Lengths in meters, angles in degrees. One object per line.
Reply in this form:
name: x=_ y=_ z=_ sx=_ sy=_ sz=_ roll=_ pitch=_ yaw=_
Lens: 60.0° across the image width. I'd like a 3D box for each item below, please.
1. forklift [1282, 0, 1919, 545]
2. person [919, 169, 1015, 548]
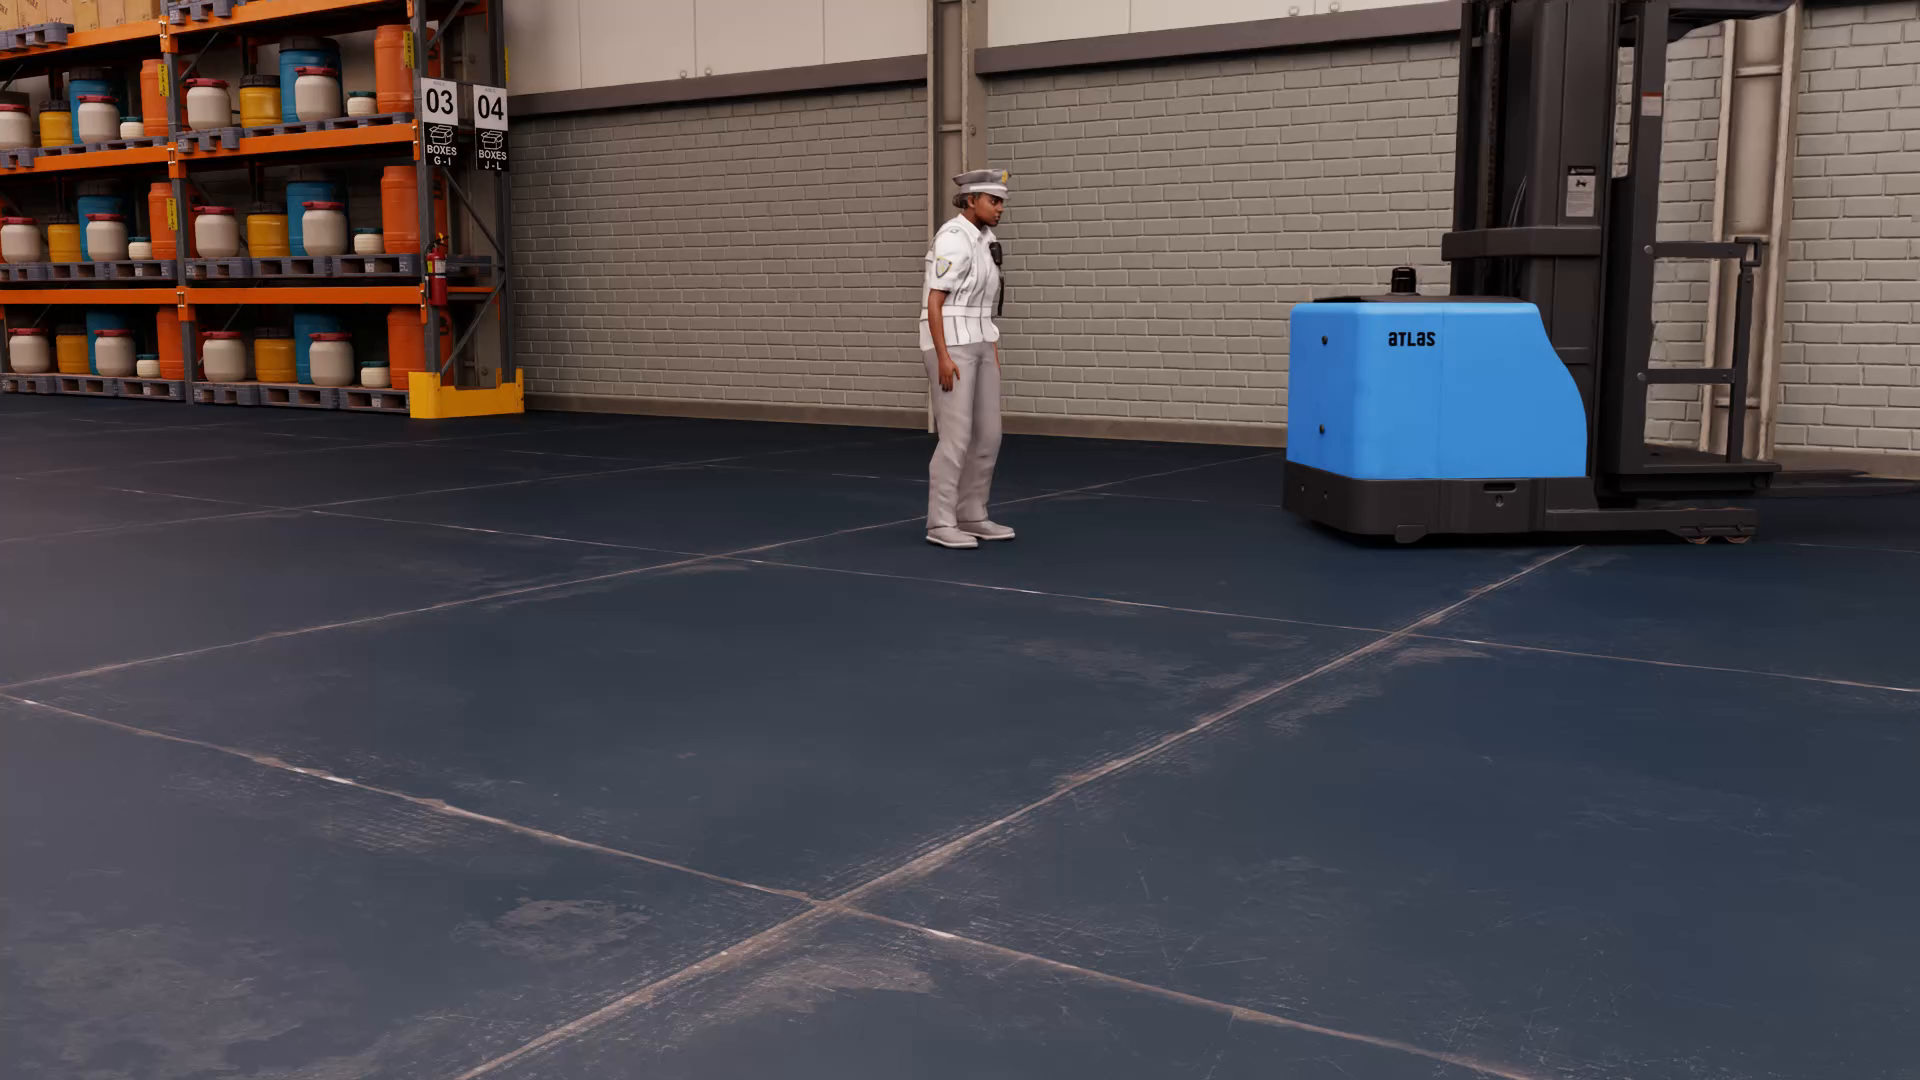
forklift: x=3.146 y=-1.503 z=7.765 sx=3.031 sy=2.935 sz=1.130 roll=-1 pitch=8 yaw=-8
person: x=0.030 y=-0.816 z=7.467 sx=0.393 sy=1.657 sz=0.513 roll=5 pitch=10 yaw=32
